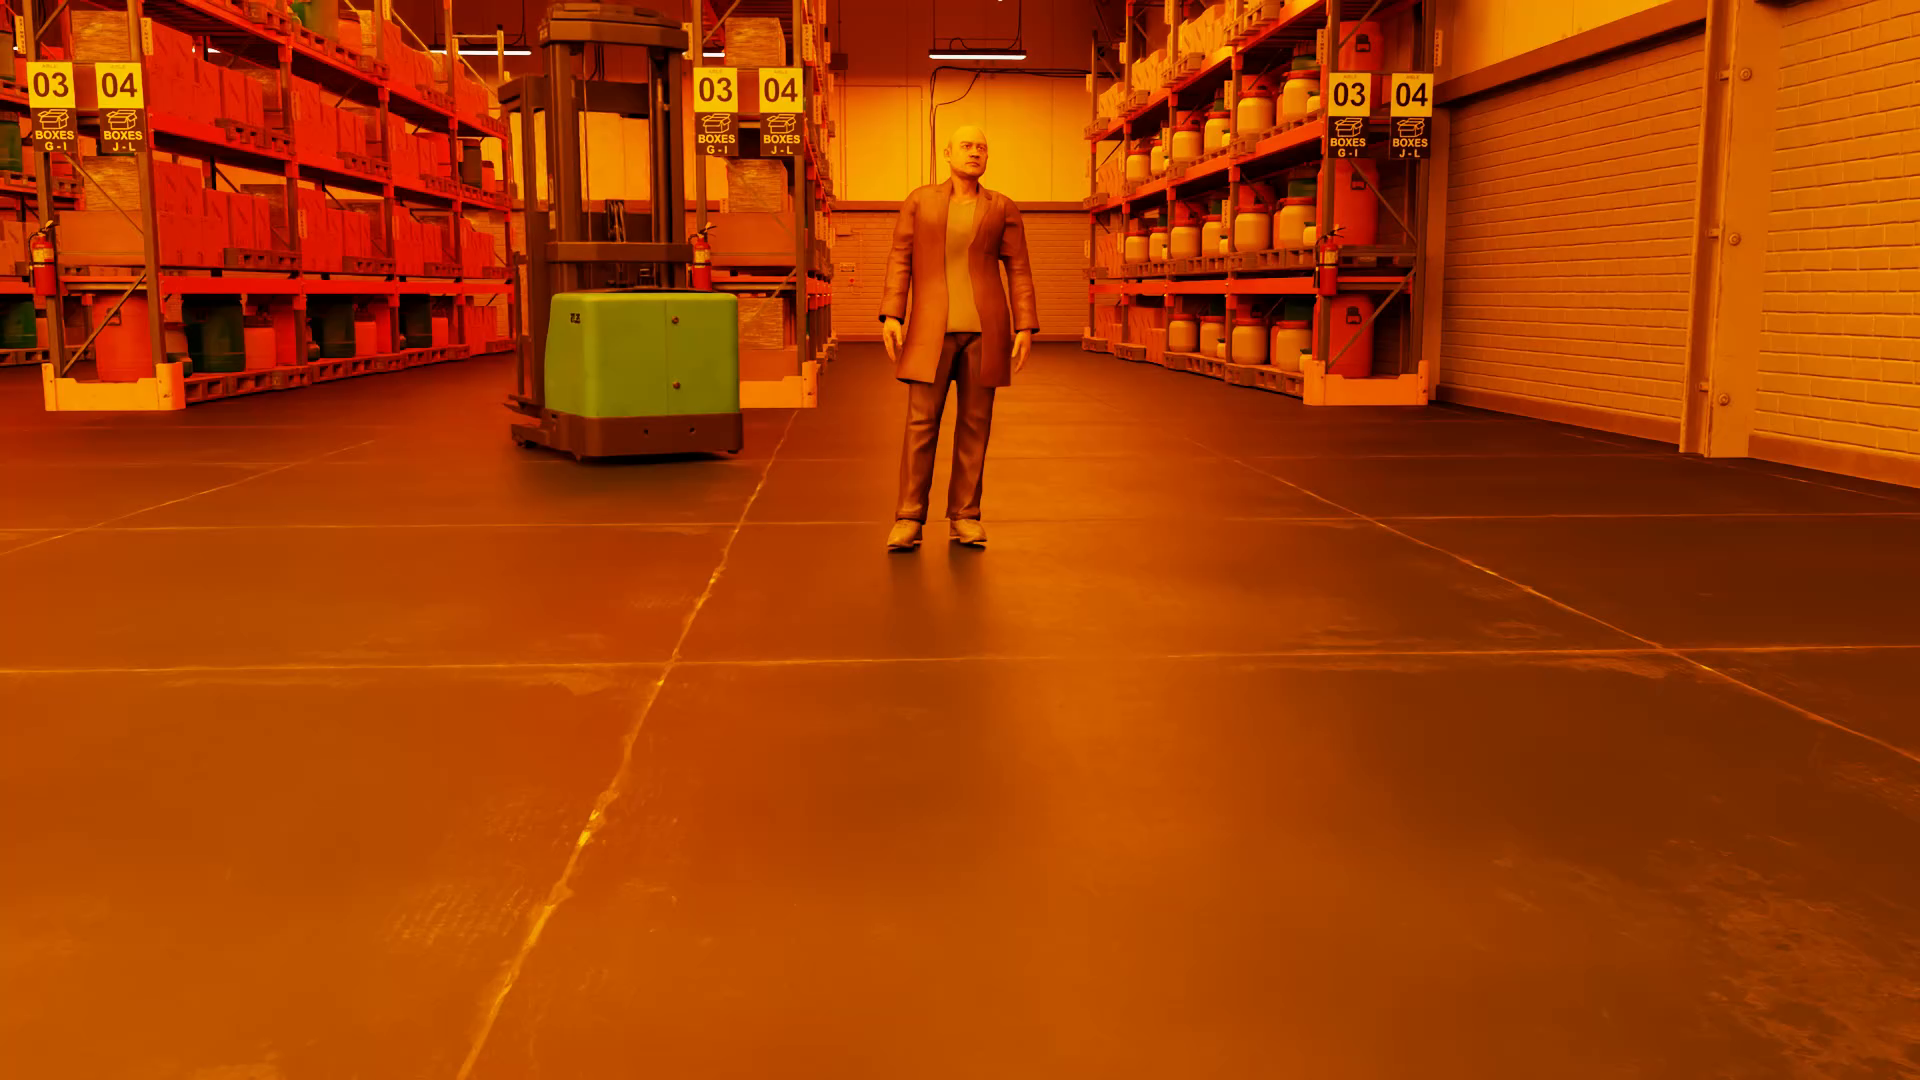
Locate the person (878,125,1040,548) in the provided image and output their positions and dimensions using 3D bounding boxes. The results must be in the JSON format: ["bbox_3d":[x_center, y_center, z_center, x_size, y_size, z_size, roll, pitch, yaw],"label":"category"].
[{"bbox_3d":[0.001,-0.873,7.089,0.696,1.775,0.582,-1,8,-4],"label":"person"}]

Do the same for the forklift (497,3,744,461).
[{"bbox_3d":[-2.545,-2.121,11.616,1.130,2.935,3.031,-4,10,-28],"label":"forklift"}]
